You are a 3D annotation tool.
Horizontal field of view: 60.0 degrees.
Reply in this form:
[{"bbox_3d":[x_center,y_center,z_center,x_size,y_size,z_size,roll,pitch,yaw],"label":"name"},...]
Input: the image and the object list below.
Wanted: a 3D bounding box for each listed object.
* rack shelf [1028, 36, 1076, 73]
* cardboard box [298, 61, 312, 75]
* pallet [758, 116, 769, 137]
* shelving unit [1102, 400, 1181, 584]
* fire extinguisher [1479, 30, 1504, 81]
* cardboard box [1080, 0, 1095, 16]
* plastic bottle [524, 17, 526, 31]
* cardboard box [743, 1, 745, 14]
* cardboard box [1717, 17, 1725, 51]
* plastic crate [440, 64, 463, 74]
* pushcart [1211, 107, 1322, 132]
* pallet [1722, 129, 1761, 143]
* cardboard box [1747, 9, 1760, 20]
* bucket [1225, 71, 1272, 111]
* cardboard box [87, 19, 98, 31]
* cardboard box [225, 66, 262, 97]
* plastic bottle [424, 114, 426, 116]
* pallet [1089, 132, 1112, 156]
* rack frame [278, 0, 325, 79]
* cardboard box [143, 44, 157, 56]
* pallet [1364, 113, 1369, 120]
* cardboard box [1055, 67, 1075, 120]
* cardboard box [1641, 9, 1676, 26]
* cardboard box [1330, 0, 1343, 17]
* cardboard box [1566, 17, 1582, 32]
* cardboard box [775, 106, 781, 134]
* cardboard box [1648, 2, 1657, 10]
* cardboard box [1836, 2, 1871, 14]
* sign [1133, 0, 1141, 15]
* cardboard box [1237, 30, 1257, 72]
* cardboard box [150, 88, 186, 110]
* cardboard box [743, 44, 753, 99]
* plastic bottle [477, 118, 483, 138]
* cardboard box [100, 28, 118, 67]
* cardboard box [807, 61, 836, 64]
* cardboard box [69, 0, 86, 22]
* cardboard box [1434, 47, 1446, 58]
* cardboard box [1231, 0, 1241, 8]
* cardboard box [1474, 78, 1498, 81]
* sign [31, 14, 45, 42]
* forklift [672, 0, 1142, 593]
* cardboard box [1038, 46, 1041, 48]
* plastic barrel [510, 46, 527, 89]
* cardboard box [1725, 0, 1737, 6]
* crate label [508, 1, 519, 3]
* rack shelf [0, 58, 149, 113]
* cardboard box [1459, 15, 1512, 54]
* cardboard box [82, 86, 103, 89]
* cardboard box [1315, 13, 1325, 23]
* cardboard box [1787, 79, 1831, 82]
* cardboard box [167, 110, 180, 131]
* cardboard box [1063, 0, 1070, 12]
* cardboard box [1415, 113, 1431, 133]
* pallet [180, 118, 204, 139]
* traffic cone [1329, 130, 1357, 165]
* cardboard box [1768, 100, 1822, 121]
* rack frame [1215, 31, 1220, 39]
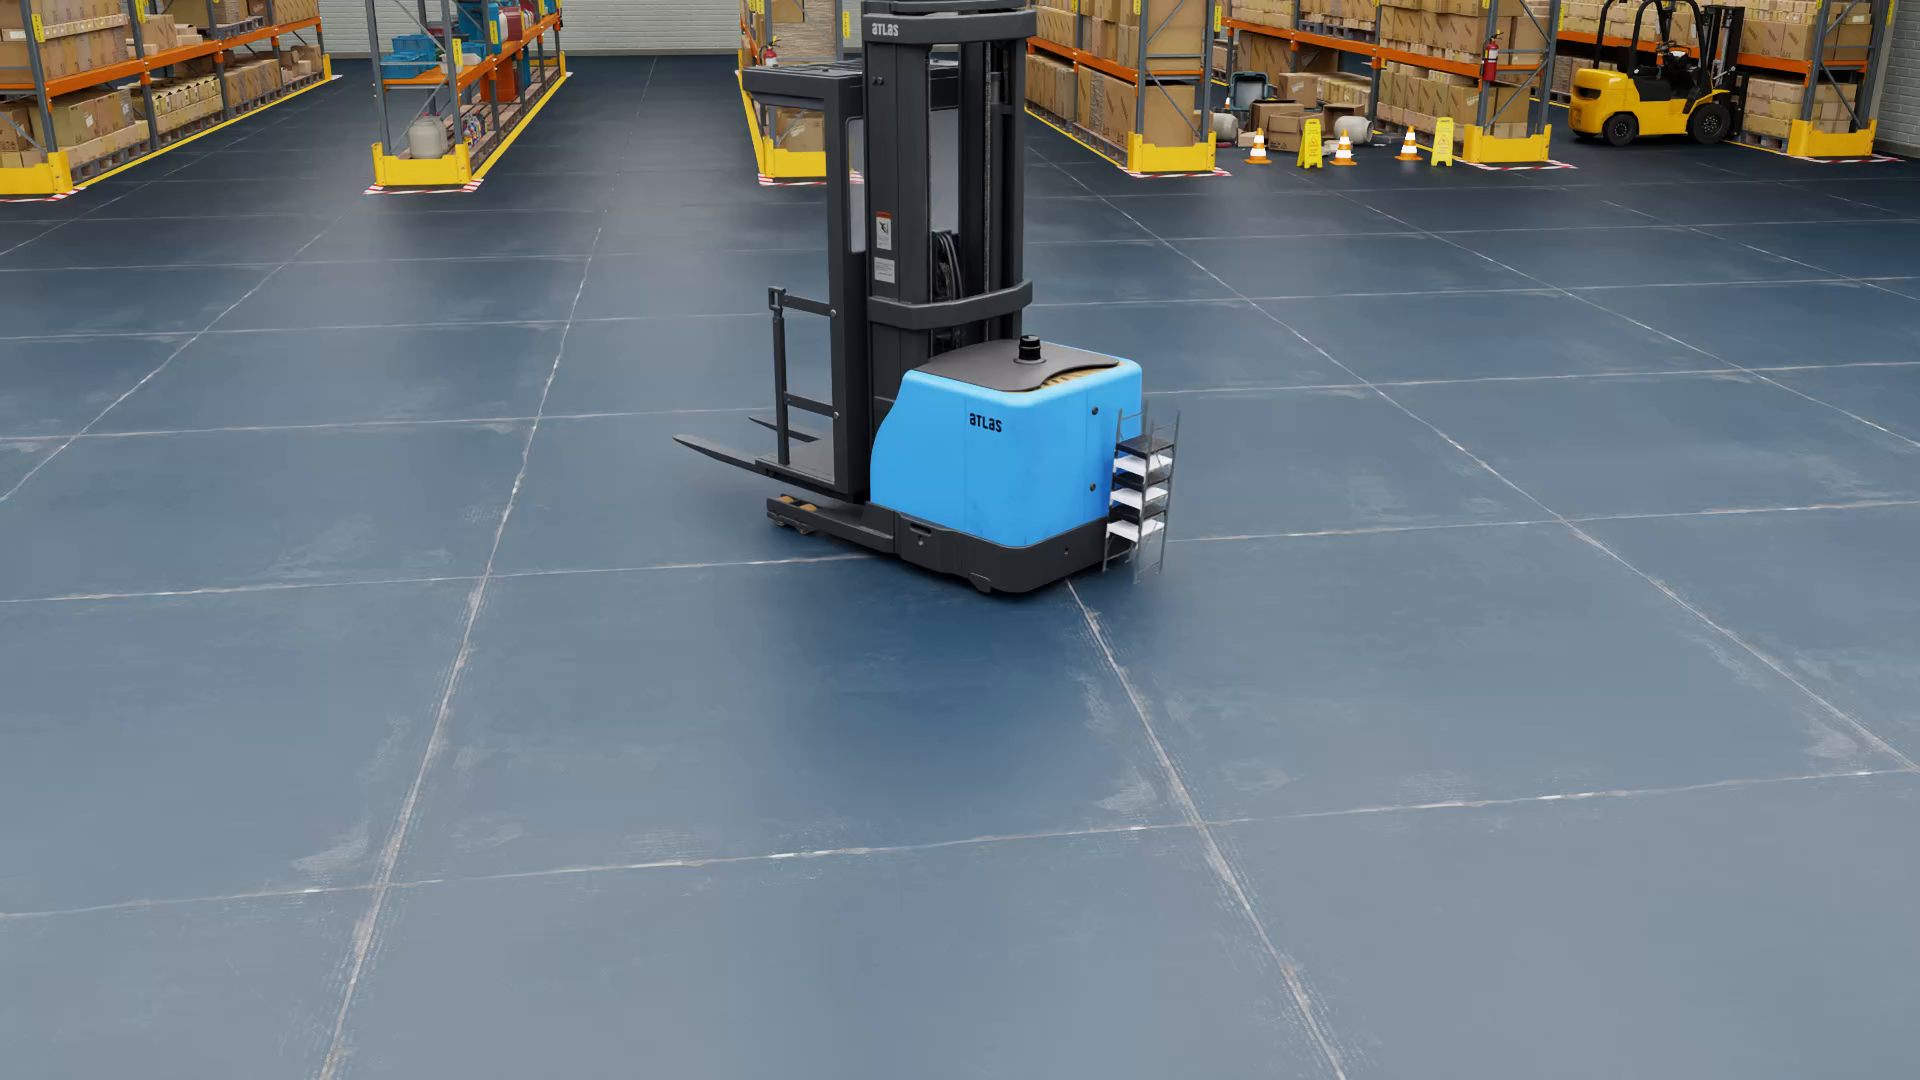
[{"bbox_3d":[2.029,-8.249,28.043,1.077,0.370,4.000,-3,21,-8],"label":"rack shelf"},{"bbox_3d":[-13.709,-9.746,34.325,0.500,0.250,0.500,-3,21,-8],"label":"cardboard box"},{"bbox_3d":[-2.719,-6.641,26.696,1.003,0.211,1.213,-3,21,-8],"label":"pallet"},{"bbox_3d":[0.932,-0.245,8.565,0.210,0.900,0.258,23,30,38],"label":"shelving unit"},{"bbox_3d":[7.338,-6.694,22.962,0.296,0.674,0.183,-3,21,-8],"label":"fire extinguisher"},{"bbox_3d":[2.336,-8.340,25.501,0.875,0.550,0.550,-3,21,-8],"label":"cardboard box"},{"bbox_3d":[-8.027,-9.518,30.578,0.061,0.283,0.133,-3,21,-8],"label":"plastic bottle"},{"bbox_3d":[-4.082,-10.657,33.251,0.500,0.250,0.500,-3,21,-9],"label":"cardboard box"},{"bbox_3d":[12.084,-7.955,26.085,0.500,0.500,0.500,-3,21,-8],"label":"cardboard box"},{"bbox_3d":[-6.741,-6.246,22.029,0.298,0.136,0.250,-3,21,-8],"label":"plastic crate"},{"bbox_3d":[4.952,-6.817,26.929,1.648,0.377,0.936,-11,23,-26],"label":"pushcart"},{"bbox_3d":[12.365,-6.423,26.110,1.003,0.211,1.213,-3,21,-8],"label":"pallet"},{"bbox_3d":[12.153,-7.944,25.129,0.380,0.149,0.250,-3,21,-7],"label":"cardboard box"},{"bbox_3d":[4.618,-7.141,26.555,0.726,0.611,0.620,4,11,11],"label":"bucket"},{"bbox_3d":[-11.976,-7.007,22.621,0.380,0.149,0.250,-2,21,-6],"label":"cardboard box"},{"bbox_3d":[-12.997,-8.307,30.115,0.500,0.500,0.500,-4,21,-10],"label":"cardboard box"},{"bbox_3d":[-7.774,-6.028,24.225,0.144,0.351,0.185,-4,21,-10],"label":"plastic bottle"},{"bbox_3d":[2.529,-5.896,24.702,1.003,0.211,1.213,-3,21,-8],"label":"pallet"},{"bbox_3d":[-14.139,-11.335,35.276,1.000,3.000,0.127,-3,21,-8],"label":"rack frame"},{"bbox_3d":[-12.334,-7.379,25.045,0.380,0.149,0.250,-3,21,-8],"label":"cardboard box"},{"bbox_3d":[7.087,-7.141,28.034,1.003,0.211,1.213,-3,21,-8],"label":"pallet"},{"bbox_3d":[2.139,-7.247,26.946,1.050,0.750,0.750,-3,21,-8],"label":"cardboard box"},{"bbox_3d":[11.789,-8.751,27.858,0.500,0.250,0.500,-3,21,-9],"label":"cardboard box"},{"bbox_3d":[6.690,-9.241,28.503,0.500,0.500,0.500,-4,21,-10],"label":"cardboard box"},{"bbox_3d":[11.425,-9.404,30.322,0.500,0.250,0.500,-3,21,-9],"label":"cardboard box"},{"bbox_3d":[-2.497,-6.365,24.944,0.500,0.500,0.500,4,21,9],"label":"cardboard box"},{"bbox_3d":[11.788,-8.976,27.891,0.380,0.149,0.250,-3,21,-9],"label":"cardboard box"},{"bbox_3d":[12.852,-7.662,23.948,0.380,0.149,0.250,-3,21,-9],"label":"cardboard box"},{"bbox_3d":[2.355,-7.139,22.050,0.100,0.325,0.005,-3,21,-8],"label":"sign"},{"bbox_3d":[6.216,-9.939,33.975,0.875,0.875,0.875,-2,21,-6],"label":"cardboard box"},{"bbox_3d":[-12.365,-6.860,25.823,0.500,0.311,0.500,-4,21,-10],"label":"cardboard box"},{"bbox_3d":[-3.261,-8.504,30.135,1.225,0.875,0.875,-4,21,-10],"label":"cardboard box"},{"bbox_3d":[-7.036,-6.033,24.335,0.061,0.283,0.133,-2,21,-4],"label":"plastic bottle"},{"bbox_3d":[-12.256,-6.891,23.236,0.700,0.500,0.500,-3,21,-8],"label":"cardboard box"},{"bbox_3d":[-1.834,-6.286,22.119,0.380,0.149,0.250,-3,21,-8],"label":"cardboard box"},{"bbox_3d":[-12.122,-7.160,22.102,0.700,0.500,0.500,-3,21,-8],"label":"cardboard box"},{"bbox_3d":[7.258,-7.233,24.655,0.380,0.149,0.250,-3,21,-8],"label":"cardboard box"},{"bbox_3d":[5.832,-10.945,33.734,0.500,0.250,0.500,-4,21,-9],"label":"cardboard box"},{"bbox_3d":[7.787,-6.709,25.151,0.500,0.500,0.500,-3,21,-7],"label":"cardboard box"},{"bbox_3d":[-11.282,-6.263,20.348,0.100,0.325,0.005,-3,21,-8],"label":"sign"},{"bbox_3d":[-0.454,-1.524,9.106,3.031,2.935,1.130,18,27,40],"label":"forklift"},{"bbox_3d":[1.749,-9.254,31.606,0.500,0.250,0.500,-3,21,-7],"label":"cardboard box"},{"bbox_3d":[-8.496,-8.978,31.365,0.600,0.901,0.708,-3,21,-8],"label":"plastic barrel"},{"bbox_3d":[12.129,-8.352,25.797,0.380,0.149,0.250,-3,21,-8],"label":"cardboard box"},{"bbox_3d":[-9.527,-11.431,35.687,0.416,0.233,0.303,-3,21,-8],"label":"crate label"},{"bbox_3d":[-12.121,-6.150,22.424,1.077,0.370,4.000,-3,21,-8],"label":"rack shelf"},{"bbox_3d":[7.427,-7.153,23.513,0.500,0.500,0.500,-3,21,-9],"label":"cardboard box"},{"bbox_3d":[-12.652,-6.263,23.957,0.500,0.500,0.500,-3,21,-8],"label":"cardboard box"},{"bbox_3d":[6.508,-9.227,29.393,0.380,0.149,0.250,-3,21,-7],"label":"cardboard box"},{"bbox_3d":[12.731,-6.770,24.957,0.500,0.250,0.500,-3,21,-8],"label":"cardboard box"},{"bbox_3d":[-12.294,-6.418,25.441,0.500,0.250,0.500,-2,21,-6],"label":"cardboard box"},{"bbox_3d":[2.091,-8.933,27.275,0.700,0.500,0.500,-3,21,-7],"label":"cardboard box"},{"bbox_3d":[7.247,-6.329,25.203,0.500,0.250,0.500,-4,21,-10],"label":"cardboard box"},{"bbox_3d":[-12.733,-6.550,26.451,1.003,0.211,1.213,-3,21,-8],"label":"pallet"},{"bbox_3d":[5.390,-5.515,23.320,0.336,0.463,0.334,-3,21,-8],"label":"traffic cone"},{"bbox_3d":[12.309,-6.340,24.520,0.500,0.250,0.500,-3,21,-8],"label":"cardboard box"},{"bbox_3d":[5.471,-12.333,37.949,1.000,3.000,0.127,-3,21,-8],"label":"rack frame"}]
